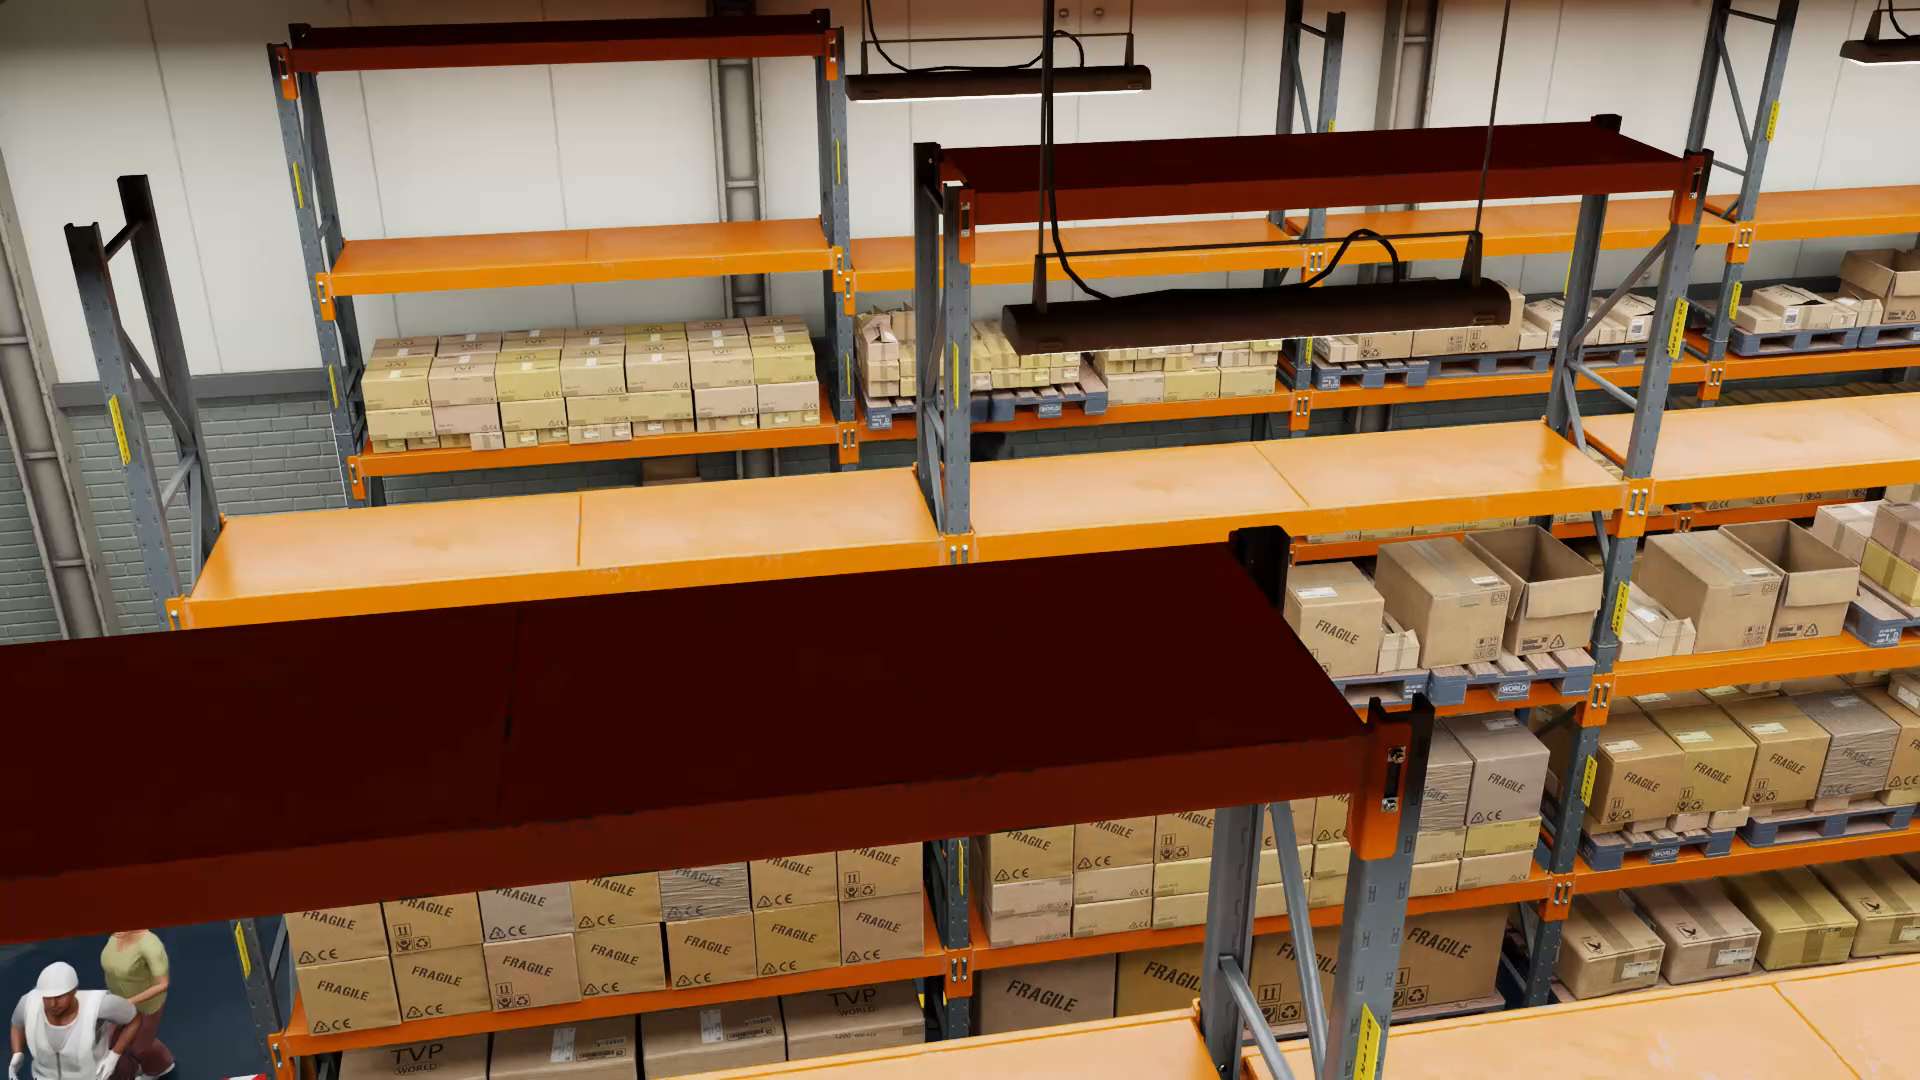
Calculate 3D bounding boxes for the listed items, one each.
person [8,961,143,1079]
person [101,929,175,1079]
[{"bbox_3d":[-5.205,3.177,9.762,0.681,1.696,0.585,2,26,5],"label":"person"},{"bbox_3d":[-5.161,2.909,10.384,0.582,1.606,0.628,7,27,15],"label":"person"}]
